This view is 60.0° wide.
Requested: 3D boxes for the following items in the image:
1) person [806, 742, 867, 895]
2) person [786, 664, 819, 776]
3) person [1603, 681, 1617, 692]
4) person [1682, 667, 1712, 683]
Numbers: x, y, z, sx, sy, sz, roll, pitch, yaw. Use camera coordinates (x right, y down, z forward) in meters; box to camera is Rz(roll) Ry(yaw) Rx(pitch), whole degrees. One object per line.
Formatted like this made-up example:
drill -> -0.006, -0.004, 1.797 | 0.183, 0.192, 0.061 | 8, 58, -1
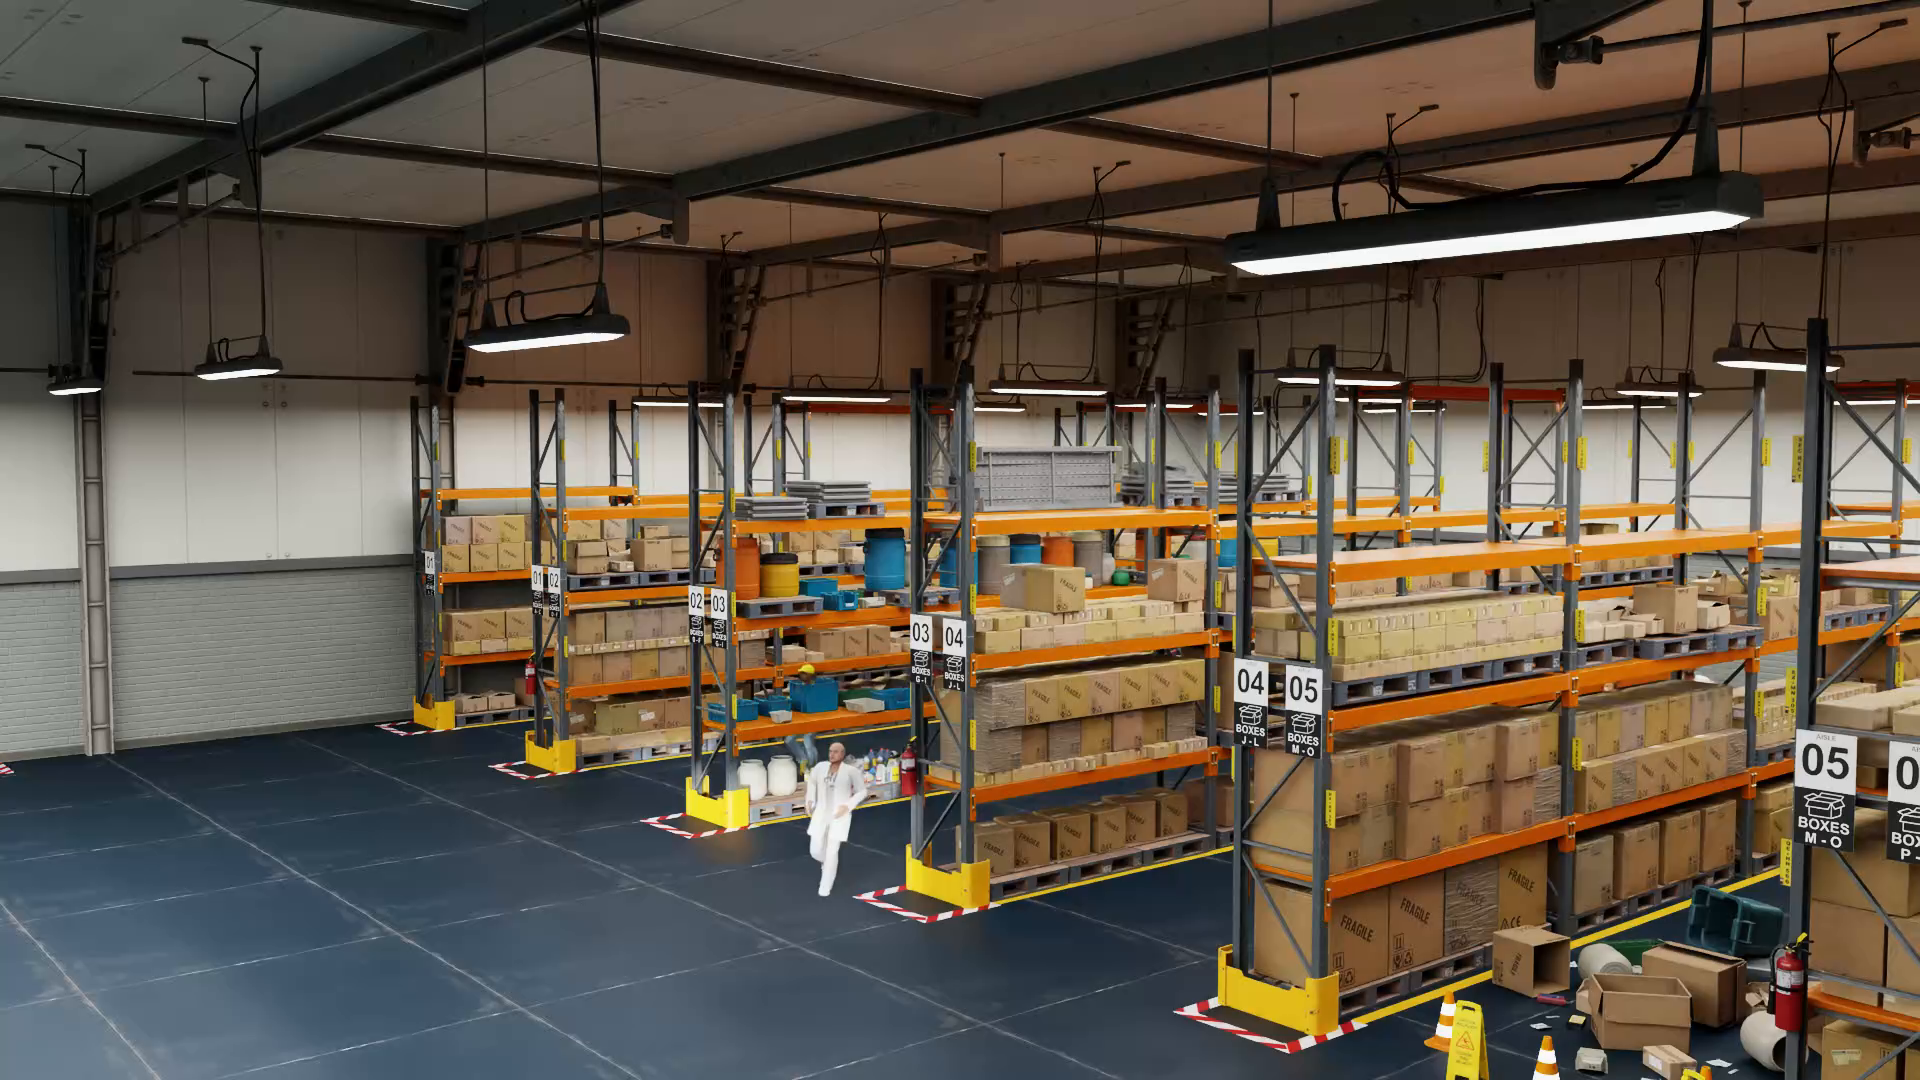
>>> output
person -> -1.426, 3.178, 19.122 | 0.735, 1.735, 0.631 | 1, 4, 16
person -> -2.399, 2.772, 25.562 | 0.692, 1.741, 0.660 | 2, 4, 35
person -> 9.522, 2.864, 24.421 | 0.574, 1.673, 0.951 | 3, 4, 40
person -> 11.479, 2.738, 26.183 | 0.718, 1.776, 0.951 | 3, 5, 42
